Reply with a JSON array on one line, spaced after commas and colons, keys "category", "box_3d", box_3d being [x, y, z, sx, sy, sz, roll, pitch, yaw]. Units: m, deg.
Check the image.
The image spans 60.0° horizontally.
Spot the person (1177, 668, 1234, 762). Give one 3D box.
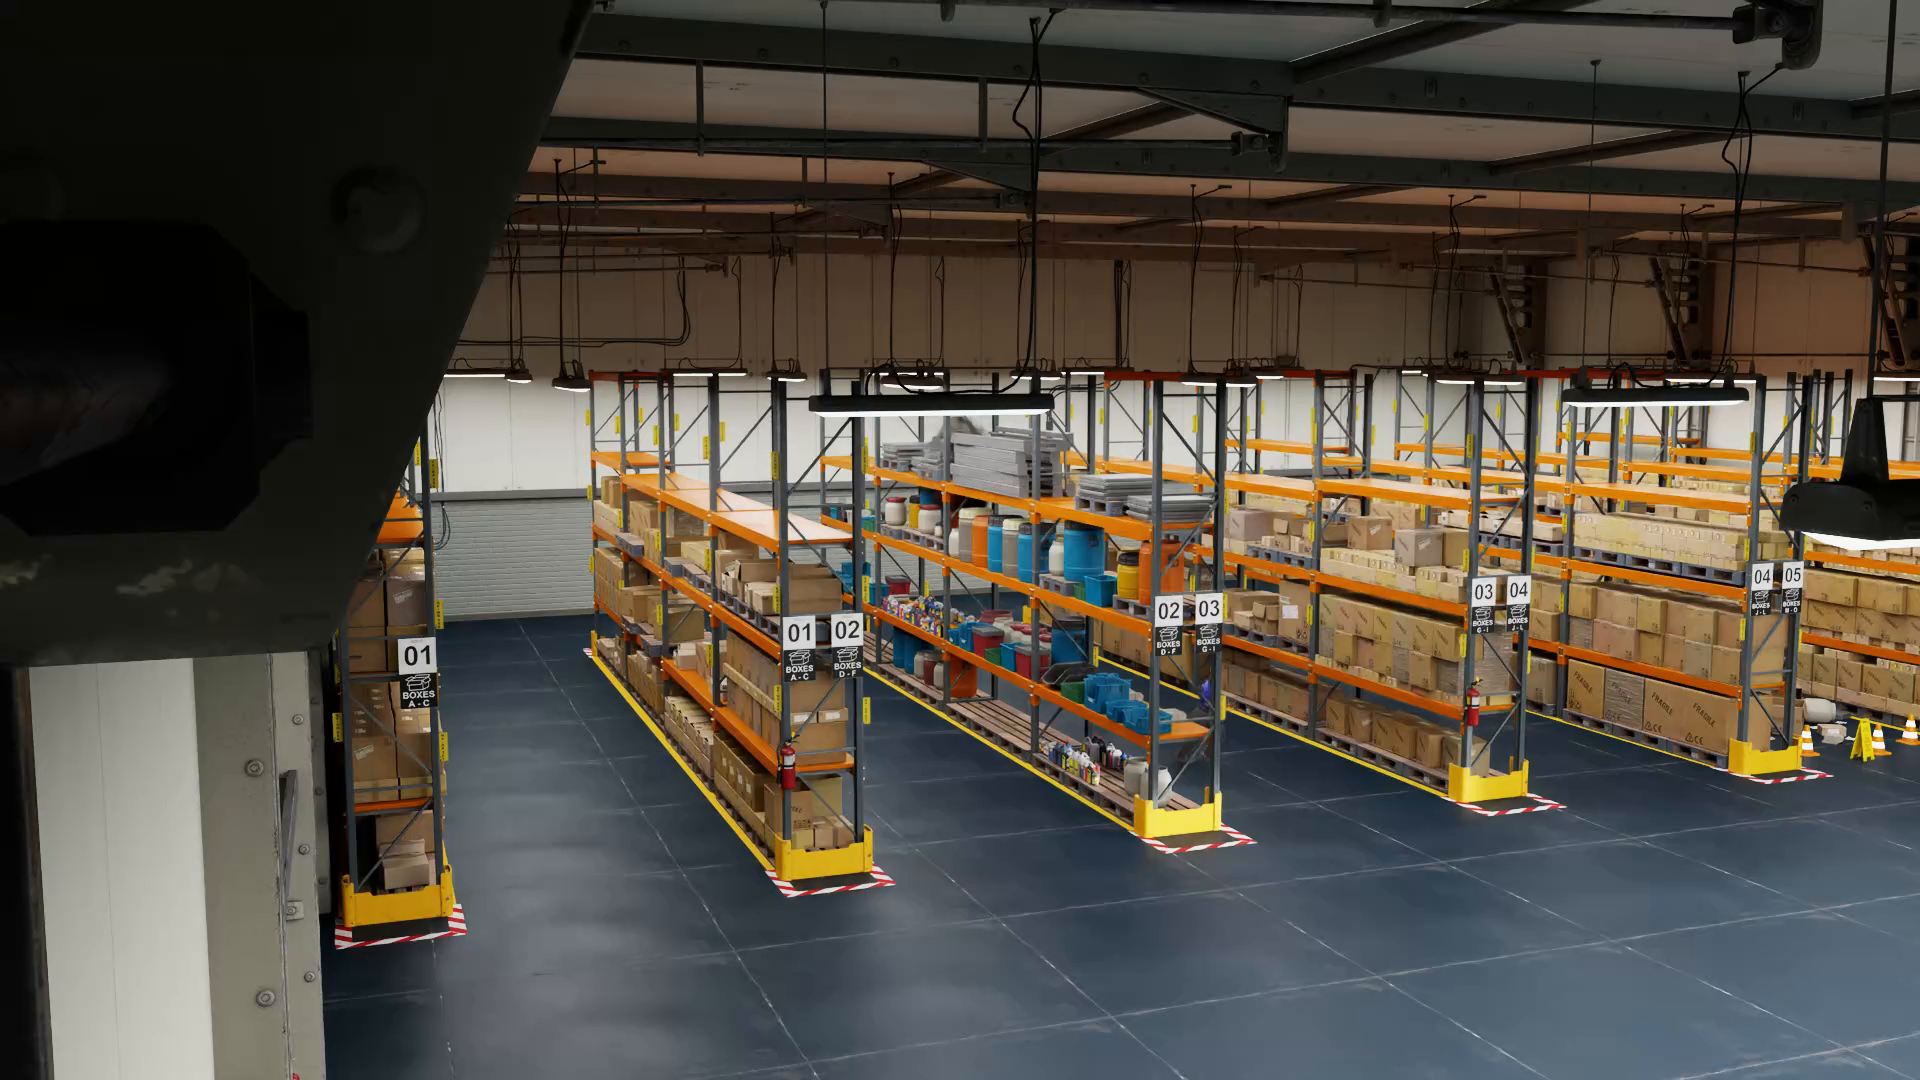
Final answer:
[{"category": "person", "box_3d": [3.798, 2.739, 25.559, 0.935, 1.528, 0.578, 5, 8, 35]}]
